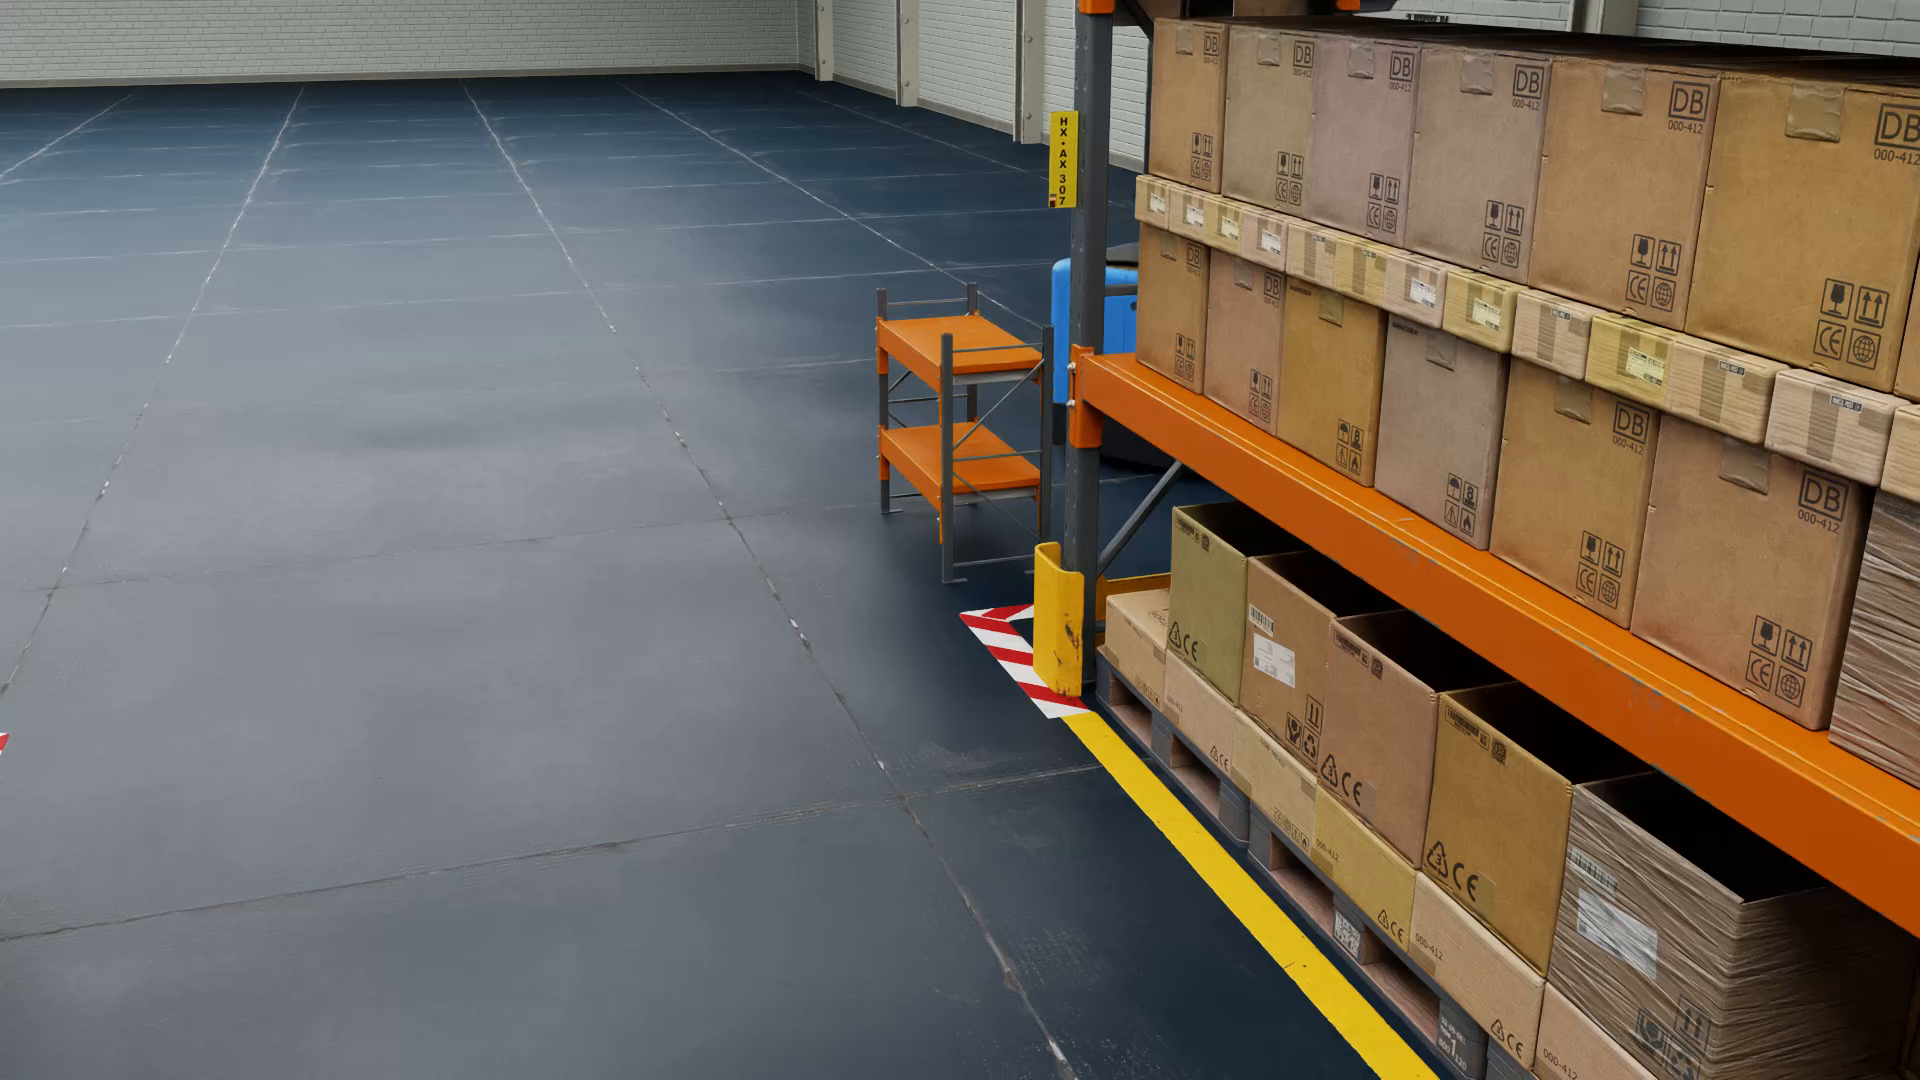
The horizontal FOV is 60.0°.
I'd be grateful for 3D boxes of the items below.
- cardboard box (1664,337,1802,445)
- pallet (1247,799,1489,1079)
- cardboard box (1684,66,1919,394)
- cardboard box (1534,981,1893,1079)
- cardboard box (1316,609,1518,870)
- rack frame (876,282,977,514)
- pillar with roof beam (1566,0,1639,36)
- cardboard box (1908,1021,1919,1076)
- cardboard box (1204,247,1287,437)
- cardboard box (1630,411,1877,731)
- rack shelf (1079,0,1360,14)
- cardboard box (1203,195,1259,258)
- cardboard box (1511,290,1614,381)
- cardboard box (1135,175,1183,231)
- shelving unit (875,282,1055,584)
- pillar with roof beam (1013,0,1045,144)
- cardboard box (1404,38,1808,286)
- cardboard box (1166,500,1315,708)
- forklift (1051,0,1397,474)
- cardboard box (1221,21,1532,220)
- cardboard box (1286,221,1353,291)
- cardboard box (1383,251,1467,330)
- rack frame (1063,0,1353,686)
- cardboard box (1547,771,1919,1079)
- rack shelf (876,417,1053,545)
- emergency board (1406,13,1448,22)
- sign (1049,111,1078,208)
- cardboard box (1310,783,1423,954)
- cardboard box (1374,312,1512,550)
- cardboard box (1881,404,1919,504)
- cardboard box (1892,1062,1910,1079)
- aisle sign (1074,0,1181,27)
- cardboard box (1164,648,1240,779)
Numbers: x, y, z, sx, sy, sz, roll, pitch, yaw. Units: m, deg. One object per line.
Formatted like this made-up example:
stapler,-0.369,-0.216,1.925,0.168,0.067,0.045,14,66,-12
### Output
cardboard box,1.609,-0.303,3.216,0.380,0.149,0.250,-6,21,-17
pallet,1.545,1.022,4.760,1.003,0.211,1.213,-6,21,-17
cardboard box,1.837,-0.600,3.083,0.700,0.500,0.500,-6,21,-17
cardboard box,1.641,1.171,3.667,0.500,0.250,0.500,-6,21,-17
cardboard box,1.311,0.498,4.428,0.500,0.500,0.500,-6,21,-17
rack frame,-0.158,-0.690,8.174,0.500,1.125,0.032,-6,21,-17
pillar with roof beam,0.655,-5.609,10.219,9.100,9.000,0.400,-6,21,-17
cardboard box,2.294,0.923,3.248,0.500,0.500,0.500,-6,21,-17
cardboard box,1.189,-0.650,5.142,0.700,0.500,0.500,-6,21,-16
cardboard box,1.825,0.004,3.321,0.700,0.500,0.500,-7,21,-18
rack shelf,1.514,-1.354,3.875,1.077,0.370,4.000,-6,21,-17
cardboard box,0.967,-0.961,5.048,0.380,0.149,0.250,-6,21,-17
cardboard box,1.456,-0.463,3.661,0.380,0.149,0.250,-6,21,-16
cardboard box,0.804,-1.126,5.506,0.380,0.149,0.250,-7,21,-18
shelving unit,0.002,-0.527,7.720,0.538,1.125,1.048,-6,21,-17
pillar with roof beam,-3.117,-9.460,20.941,9.100,9.000,0.400,-6,21,-17
cardboard box,1.524,-0.921,3.977,0.700,0.500,0.500,-6,21,-17
cardboard box,1.001,0.177,5.323,0.500,0.500,0.500,-6,21,-17
forklift,1.782,-2.152,9.571,1.130,2.935,3.031,15,24,35
cardboard box,1.207,-1.244,4.875,0.700,0.500,0.500,-7,21,-19
cardboard box,1.130,-0.795,4.585,0.380,0.149,0.250,-7,21,-19
cardboard box,1.286,-0.633,4.133,0.380,0.149,0.250,-6,21,-17
rack frame,0.885,-0.922,6.047,1.000,3.000,0.127,-6,21,-17
cardboard box,1.643,0.817,3.540,0.500,0.500,0.500,-6,21,-17
rack shelf,0.002,-0.297,7.803,0.538,0.278,1.000,-6,21,-17
emergency board,4.001,-4.040,14.726,0.194,1.169,0.643,-6,21,-17
sign,0.356,-1.310,5.729,0.100,0.325,0.005,-6,21,-17
cardboard box,1.312,0.851,4.556,0.500,0.250,0.500,-6,21,-17
cardboard box,1.509,-0.322,4.227,0.700,0.500,0.500,-6,21,-16
cardboard box,1.778,-0.135,2.748,0.380,0.149,0.250,-7,21,-18
cardboard box,2.132,1.116,3.820,0.500,0.250,0.500,-6,21,-17
aisle sign,0.574,-2.134,5.576,0.394,0.787,0.004,-6,21,-17
cardboard box,1.003,0.530,5.451,0.500,0.250,0.500,-6,21,-17
